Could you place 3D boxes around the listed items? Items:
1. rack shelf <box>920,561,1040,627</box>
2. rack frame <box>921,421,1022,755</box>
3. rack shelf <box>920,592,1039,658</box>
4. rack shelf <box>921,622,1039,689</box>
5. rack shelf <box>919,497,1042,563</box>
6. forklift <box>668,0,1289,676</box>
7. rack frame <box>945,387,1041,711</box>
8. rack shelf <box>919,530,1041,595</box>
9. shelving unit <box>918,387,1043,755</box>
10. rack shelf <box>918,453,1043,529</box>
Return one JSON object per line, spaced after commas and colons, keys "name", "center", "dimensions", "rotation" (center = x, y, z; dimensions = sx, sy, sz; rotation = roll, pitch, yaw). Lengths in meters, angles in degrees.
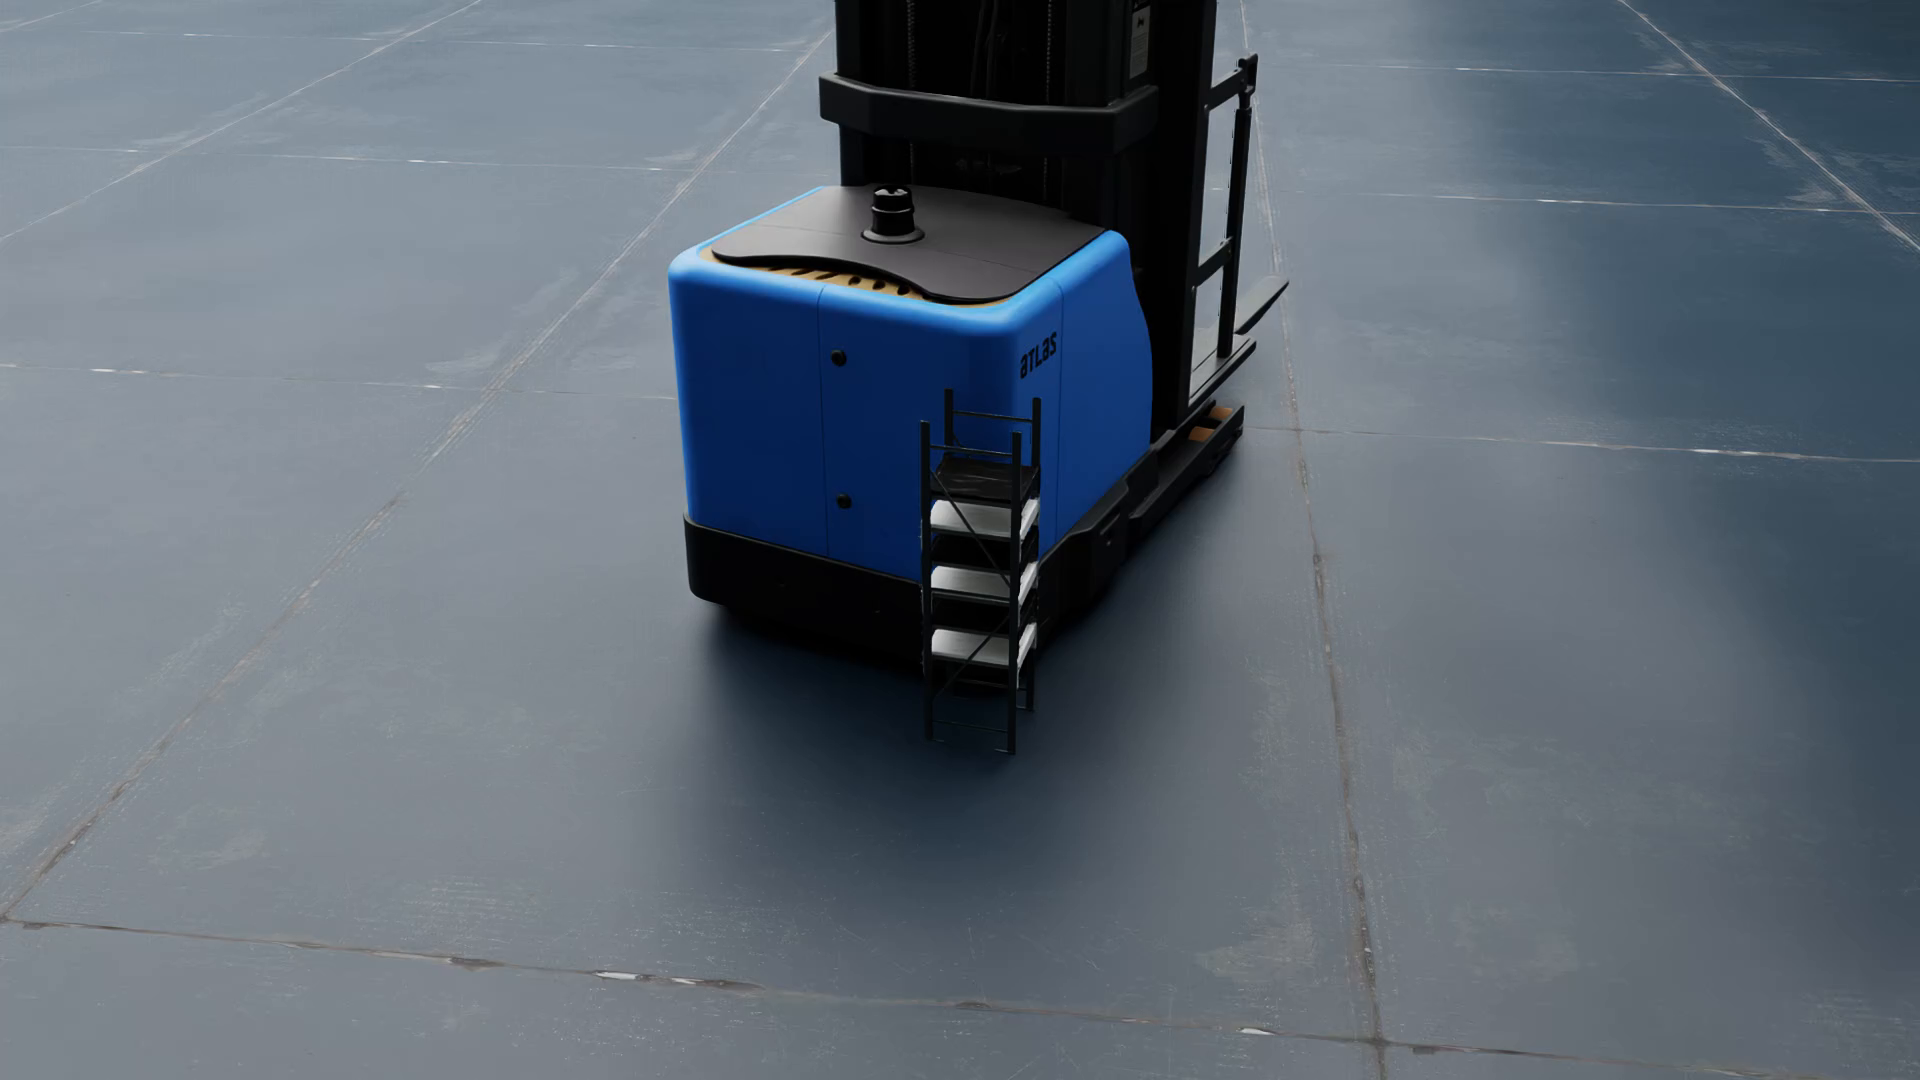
{"name": "rack shelf", "center": [0.052, 0.118, 4.153], "dimensions": [0.258, 0.077, 0.200], "rotation": [7, 29, 14]}
{"name": "rack frame", "center": [0.025, 0.135, 4.051], "dimensions": [0.240, 0.900, 0.006], "rotation": [7, 29, 14]}
{"name": "rack shelf", "center": [0.052, 0.197, 4.196], "dimensions": [0.258, 0.077, 0.200], "rotation": [7, 29, 14]}
{"name": "rack shelf", "center": [0.052, 0.276, 4.239], "dimensions": [0.258, 0.077, 0.200], "rotation": [7, 29, 14]}
{"name": "rack shelf", "center": [0.052, -0.041, 4.068], "dimensions": [0.258, 0.077, 0.200], "rotation": [7, 29, 14]}
{"name": "forklift", "center": [0.339, -1.599, 5.127], "dimensions": [1.130, 2.935, 3.031], "rotation": [14, 31, 24]}
{"name": "rack frame", "center": [0.079, 0.042, 4.224], "dimensions": [0.240, 0.900, 0.006], "rotation": [7, 29, 14]}
{"name": "rack shelf", "center": [0.052, 0.038, 4.111], "dimensions": [0.258, 0.077, 0.200], "rotation": [7, 29, 14]}
{"name": "shelving unit", "center": [0.052, 0.088, 4.137], "dimensions": [0.258, 0.900, 0.210], "rotation": [7, 29, 14]}
{"name": "rack shelf", "center": [0.052, -0.120, 4.025], "dimensions": [0.258, 0.077, 0.200], "rotation": [7, 29, 14]}
